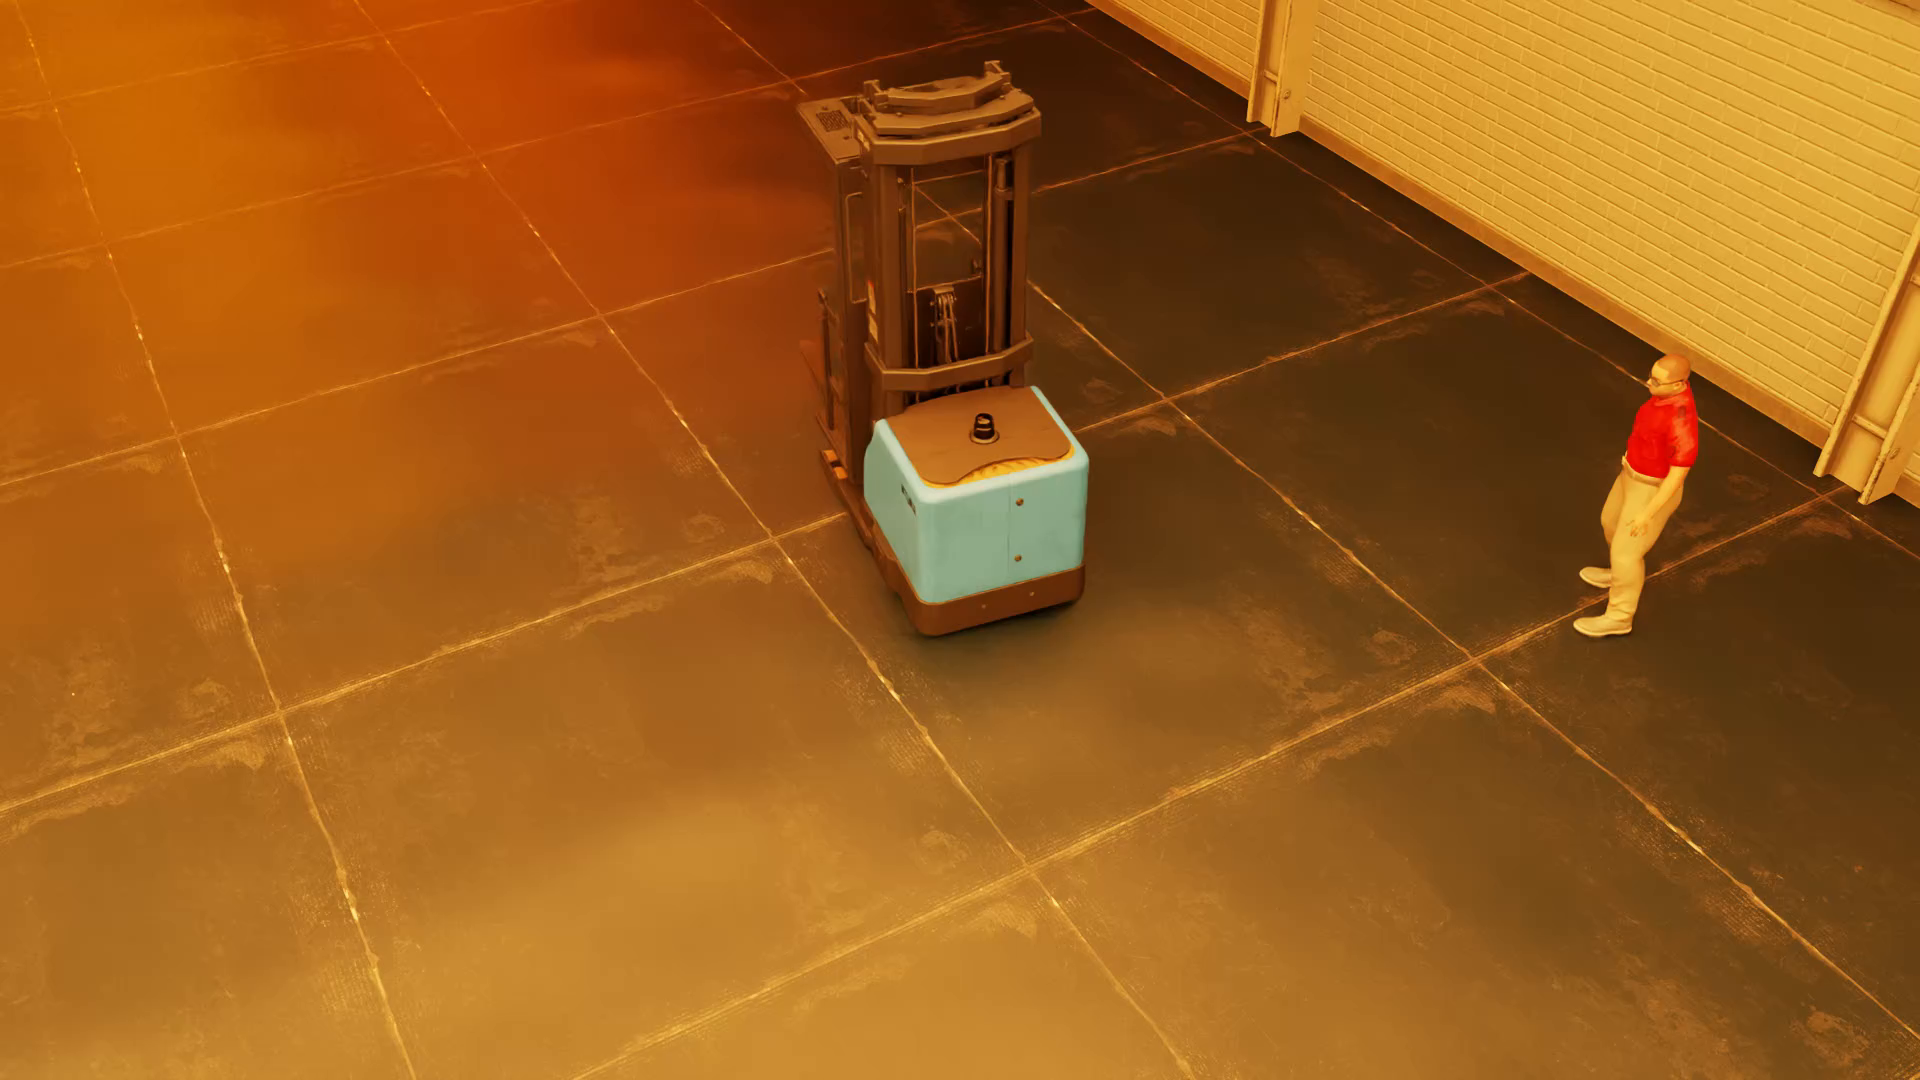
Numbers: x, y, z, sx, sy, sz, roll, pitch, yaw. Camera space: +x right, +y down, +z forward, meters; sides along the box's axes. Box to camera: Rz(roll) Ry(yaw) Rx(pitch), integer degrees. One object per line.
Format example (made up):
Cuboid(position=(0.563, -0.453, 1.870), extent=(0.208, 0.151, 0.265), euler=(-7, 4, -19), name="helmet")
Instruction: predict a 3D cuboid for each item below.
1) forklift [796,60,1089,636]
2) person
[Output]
Cuboid(position=(-0.269, -1.524, 9.874), extent=(1.130, 2.935, 3.031), euler=(-14, 42, -16), name="forklift")
Cuboid(position=(3.838, -0.314, 9.371), extent=(0.425, 1.710, 0.740), euler=(6, 40, 7), name="person")
